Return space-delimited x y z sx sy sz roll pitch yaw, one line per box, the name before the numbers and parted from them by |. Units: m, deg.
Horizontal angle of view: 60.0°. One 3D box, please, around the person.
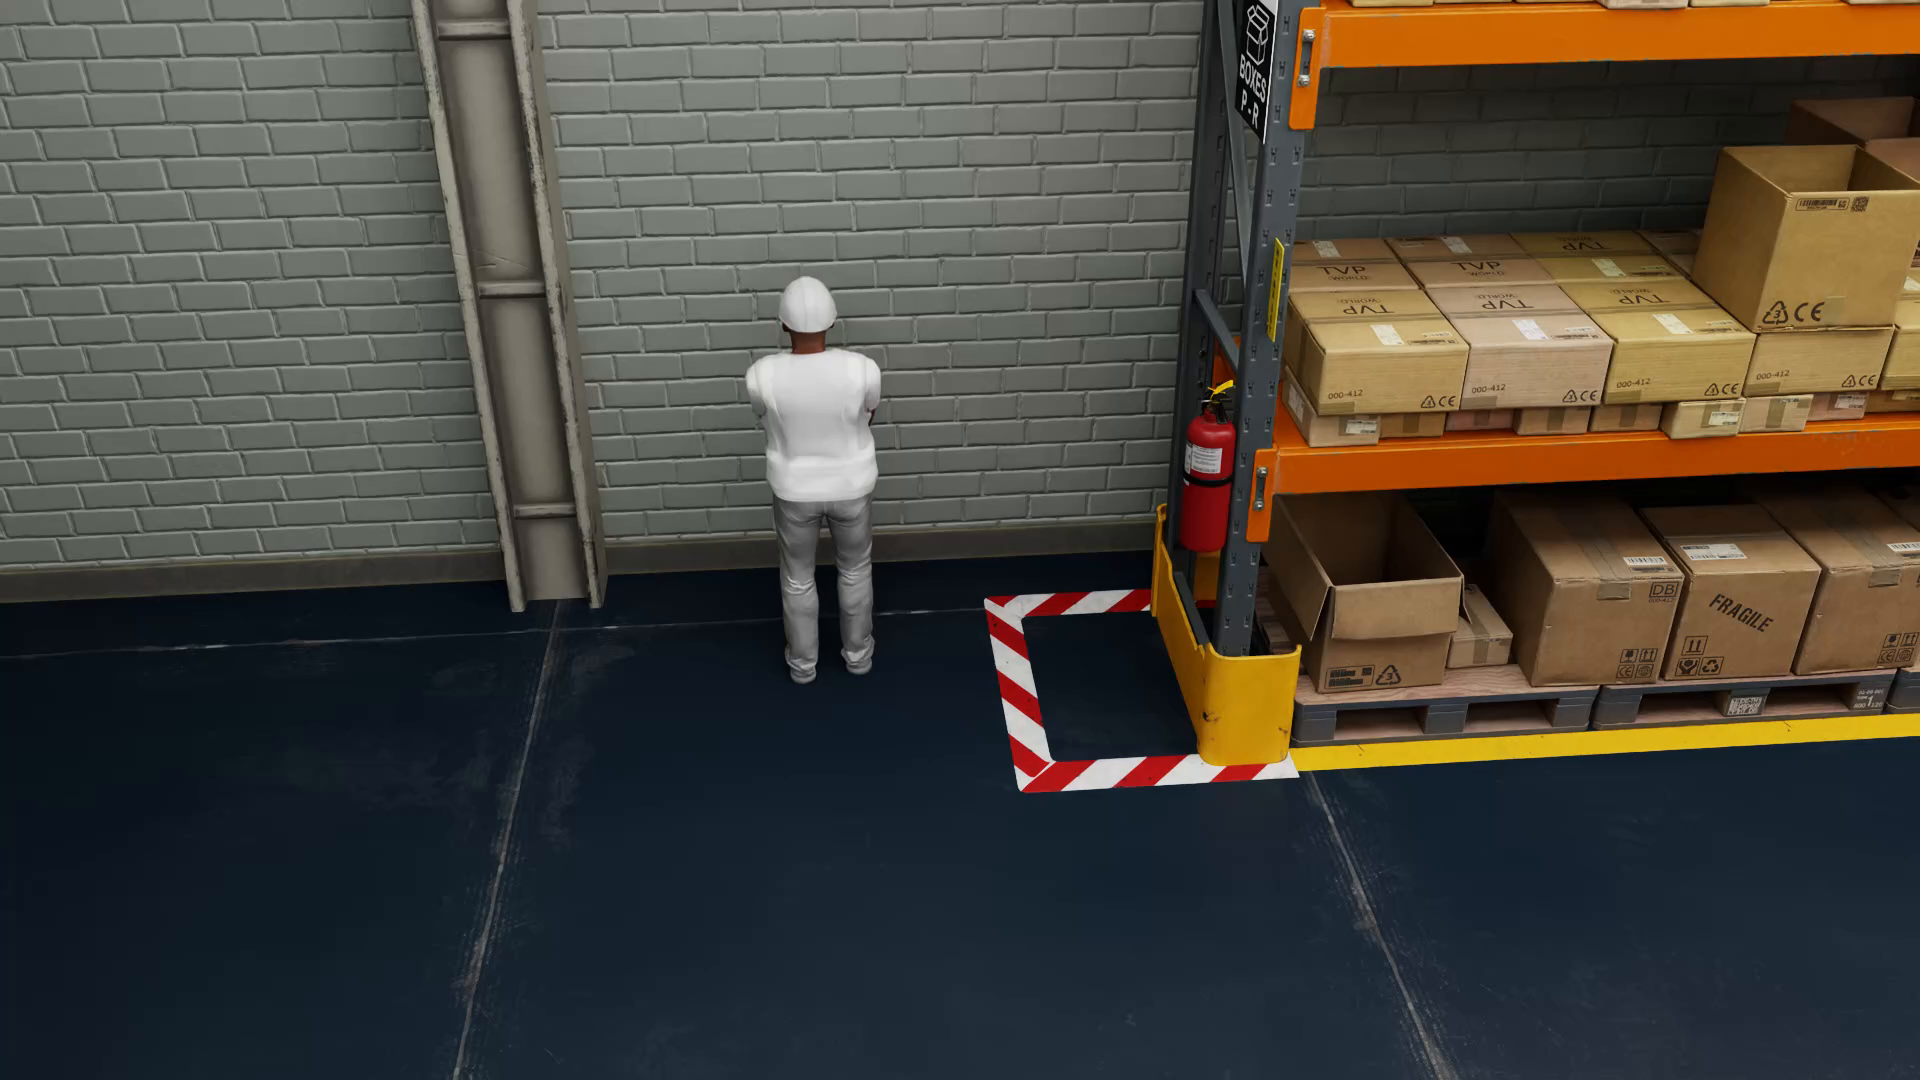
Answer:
person | -0.556 -0.264 6.556 0.503 1.760 0.587 -2 31 -4
